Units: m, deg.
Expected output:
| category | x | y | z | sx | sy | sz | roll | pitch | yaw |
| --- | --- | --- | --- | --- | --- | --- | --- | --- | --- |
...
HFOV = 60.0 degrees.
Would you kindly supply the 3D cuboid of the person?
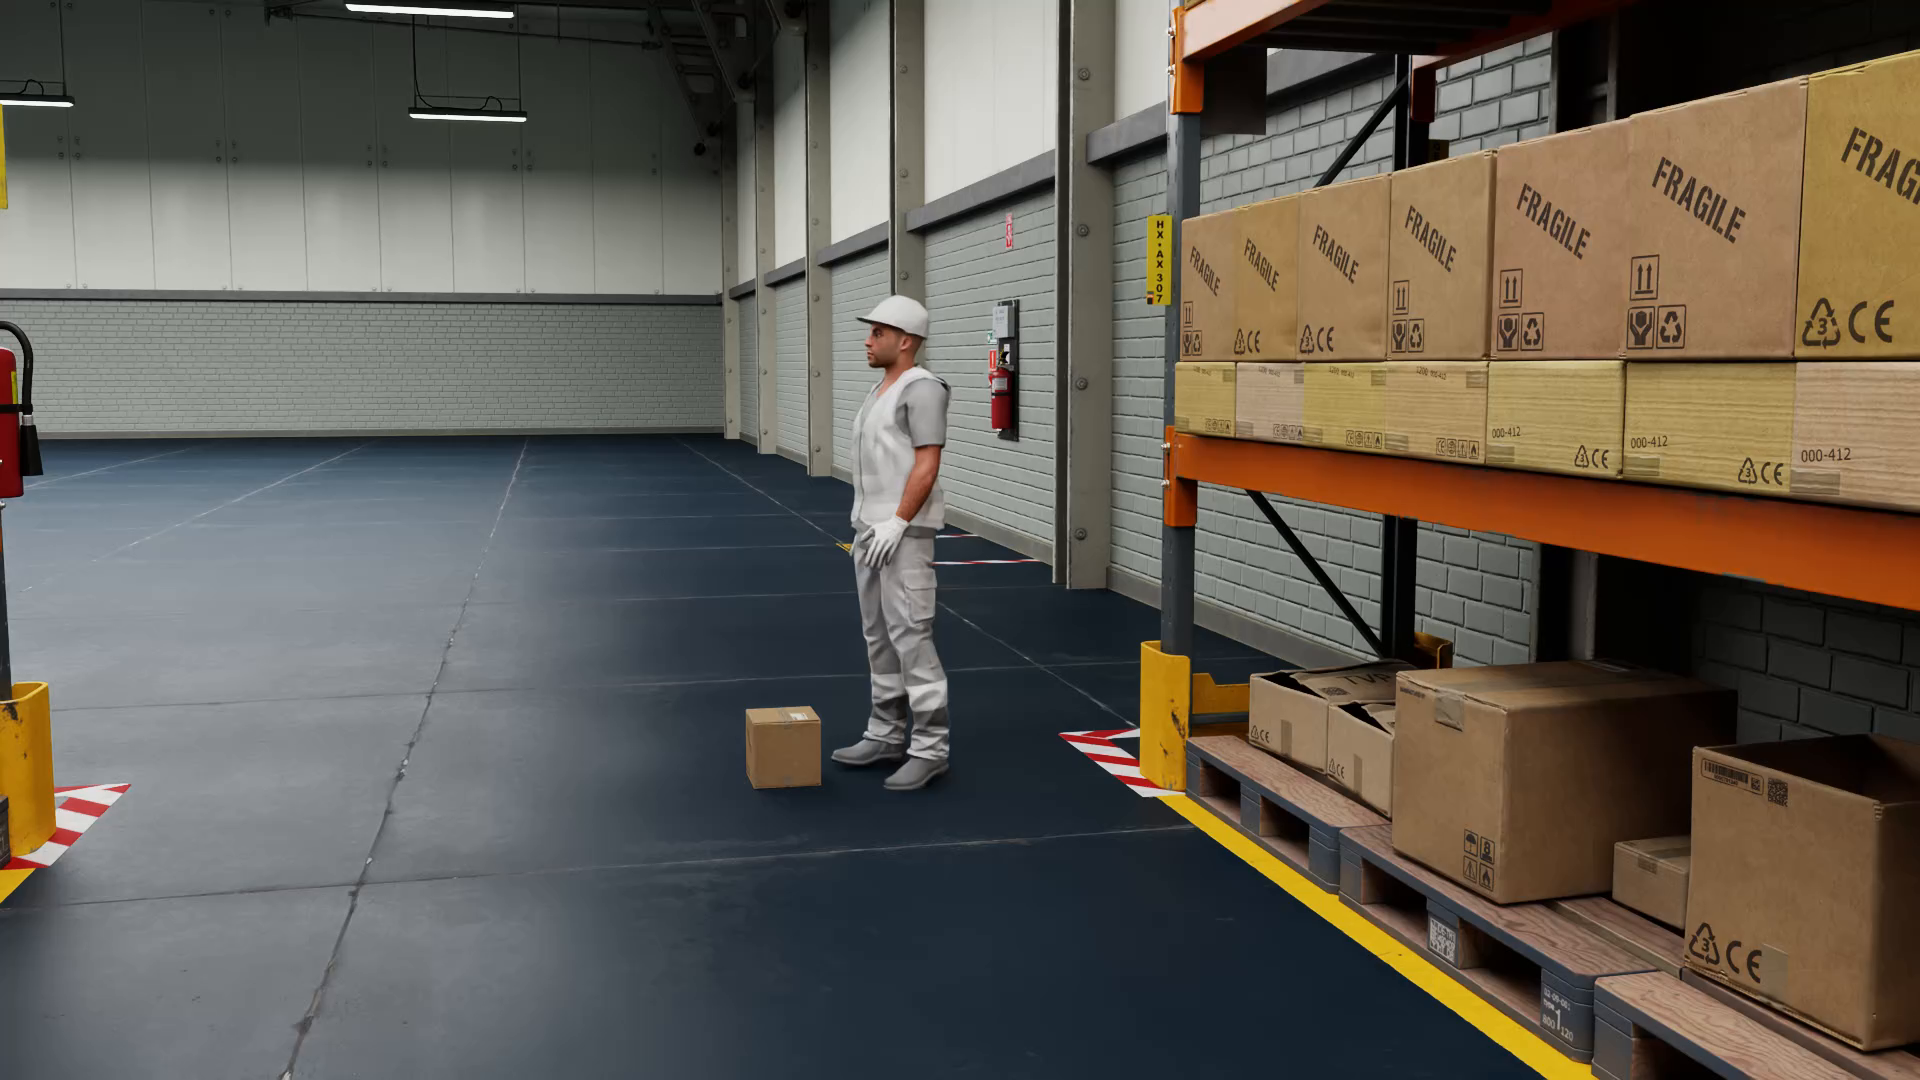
| category | x | y | z | sx | sy | sz | roll | pitch | yaw |
| --- | --- | --- | --- | --- | --- | --- | --- | --- | --- |
| person | -0.269 | -0.007 | 6.276 | 0.381 | 1.816 | 0.566 | -3 | 7 | -26 |
